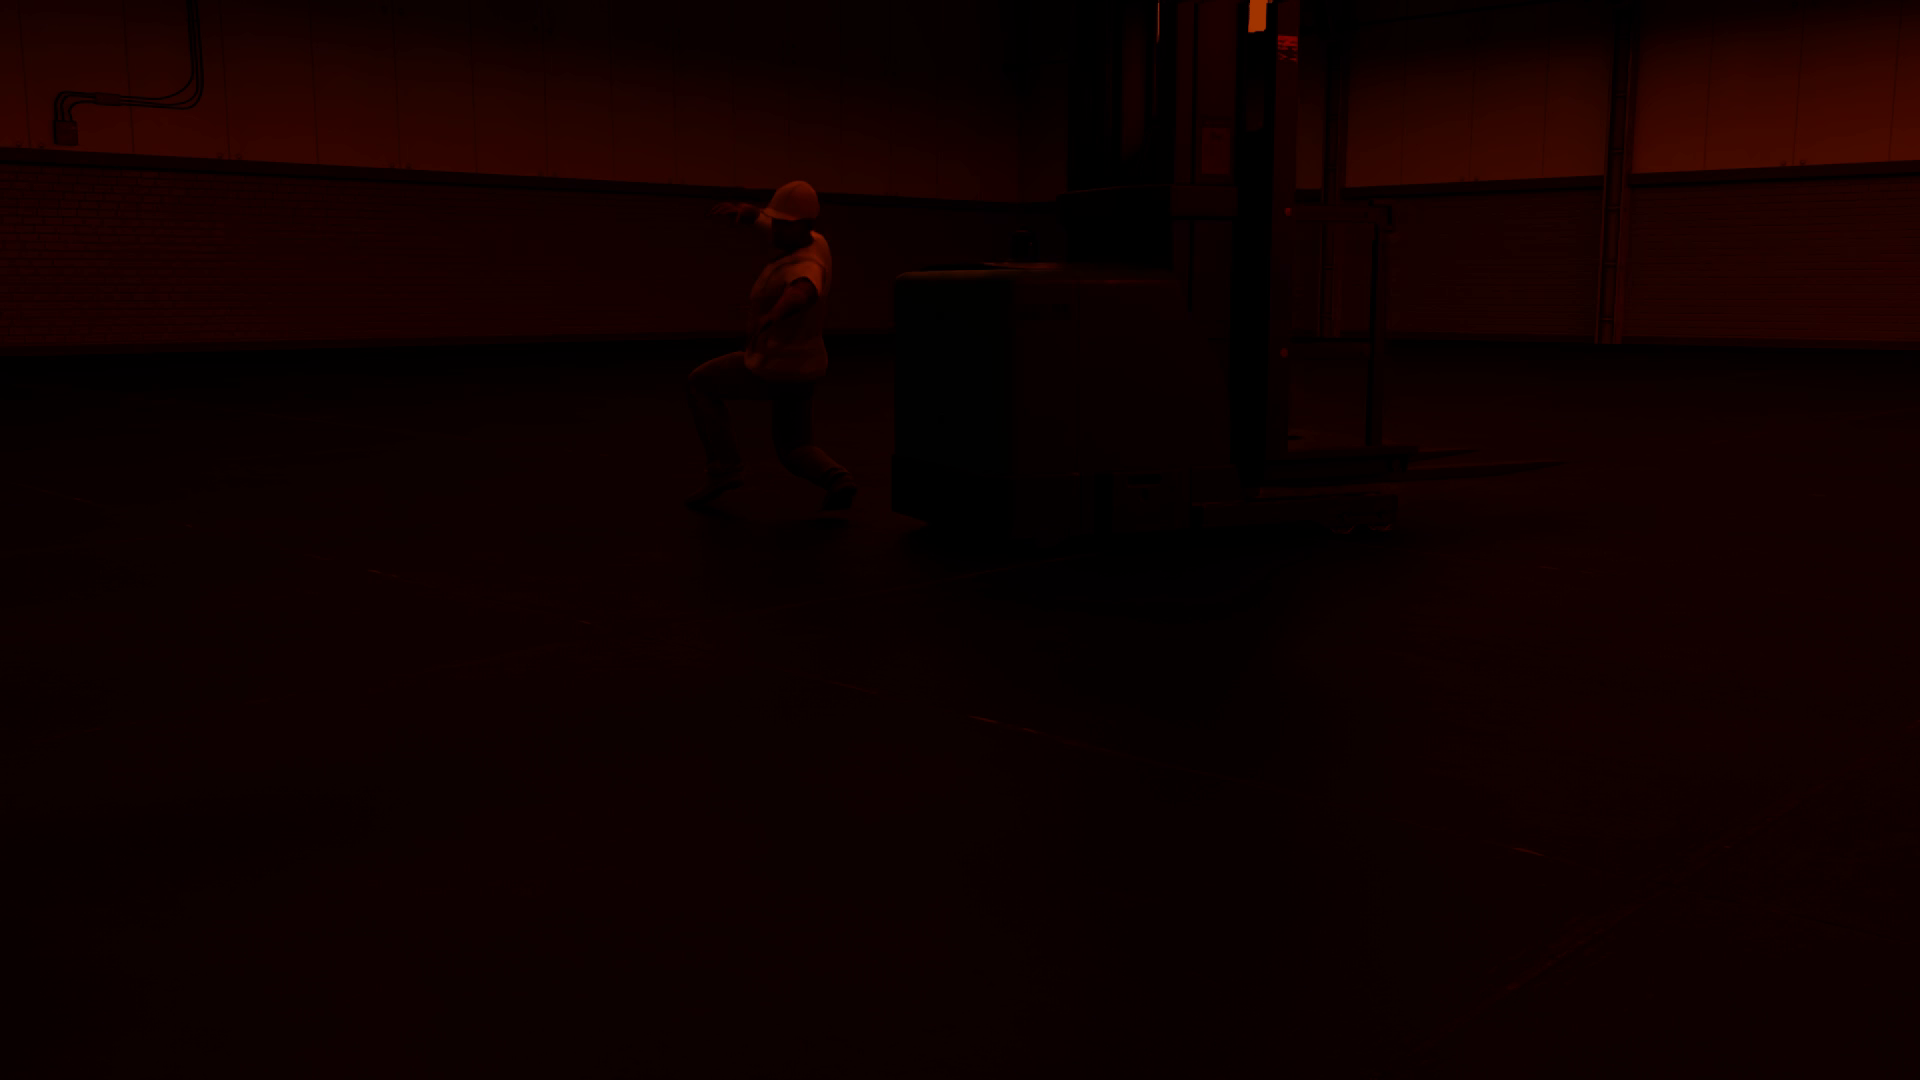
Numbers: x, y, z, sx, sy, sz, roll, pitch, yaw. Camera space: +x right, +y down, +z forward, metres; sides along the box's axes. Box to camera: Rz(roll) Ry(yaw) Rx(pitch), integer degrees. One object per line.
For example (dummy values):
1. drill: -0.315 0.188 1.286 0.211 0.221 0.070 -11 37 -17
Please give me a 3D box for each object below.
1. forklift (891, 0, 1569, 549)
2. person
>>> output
1. forklift: 1.270 -1.537 7.079 3.031 2.935 1.130 -4 9 -25
2. person: -0.954 -0.817 7.208 0.962 1.465 1.002 4 10 27
